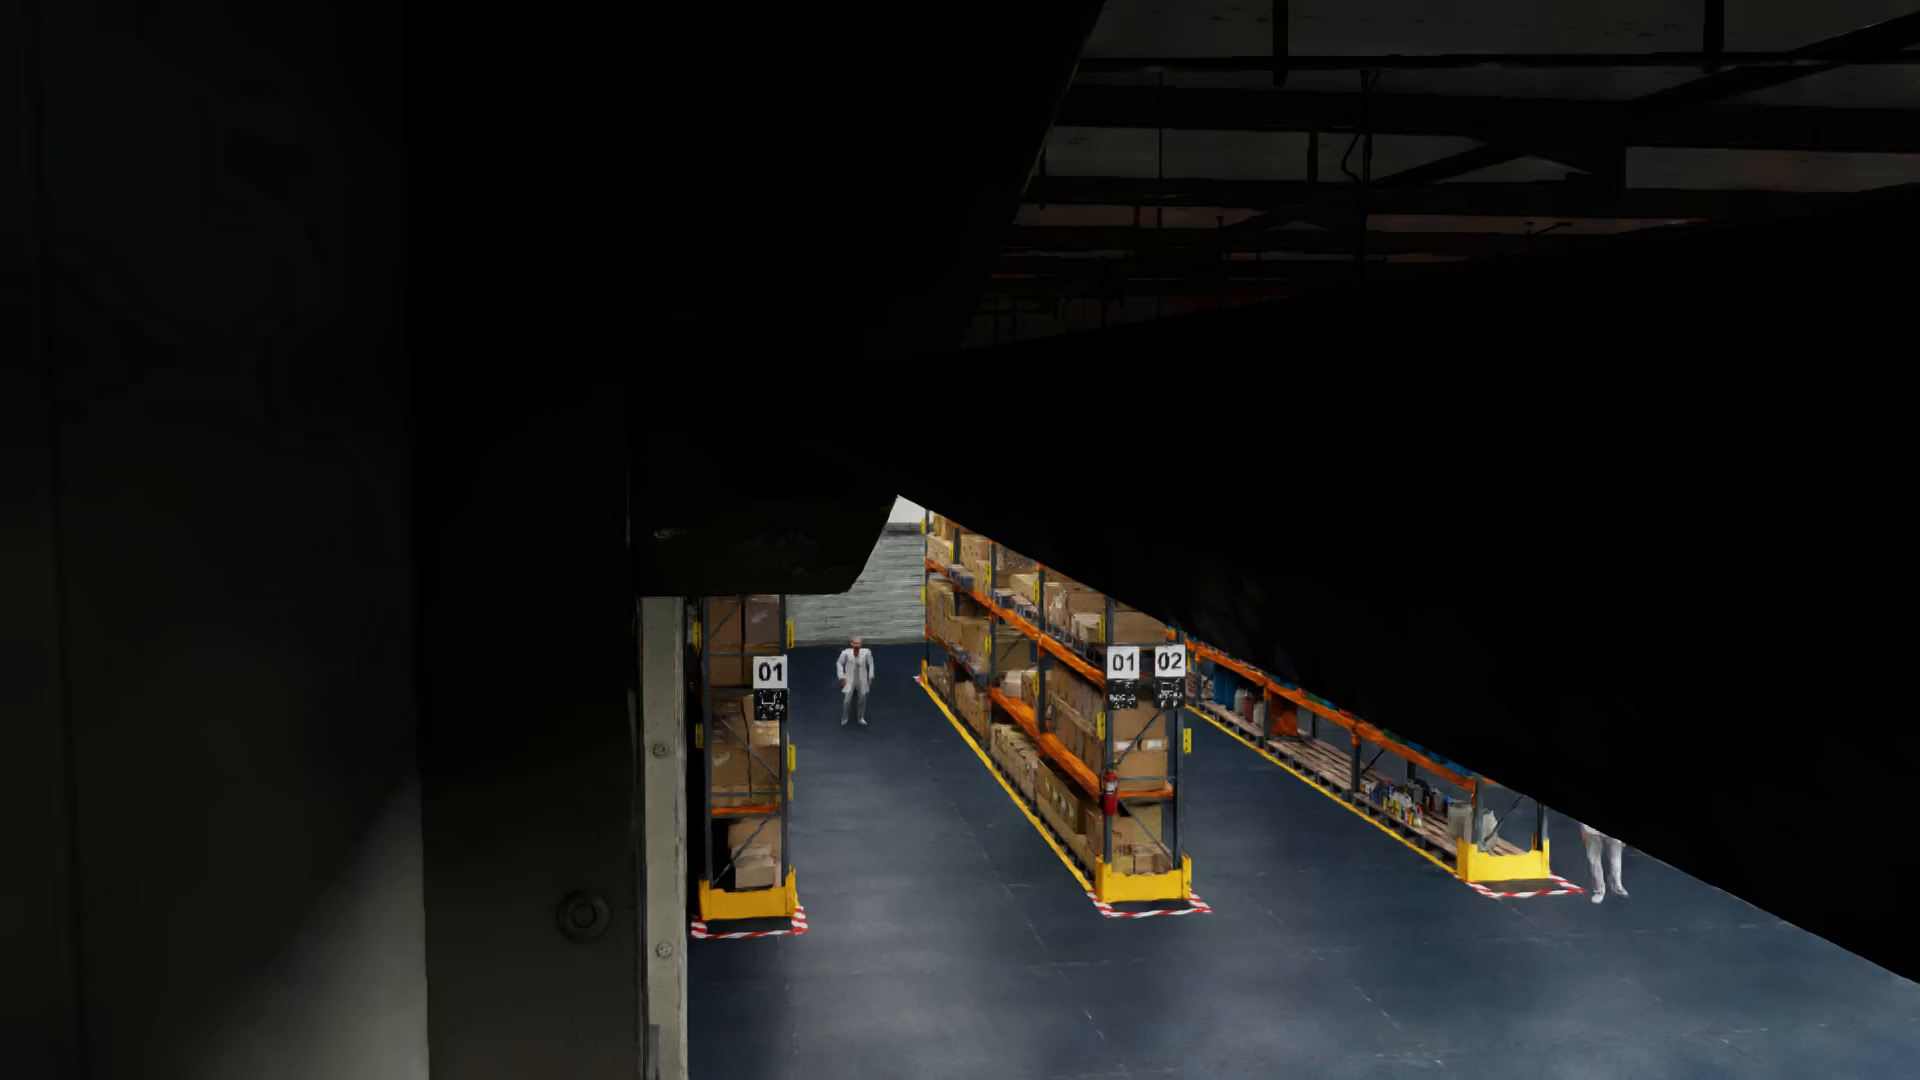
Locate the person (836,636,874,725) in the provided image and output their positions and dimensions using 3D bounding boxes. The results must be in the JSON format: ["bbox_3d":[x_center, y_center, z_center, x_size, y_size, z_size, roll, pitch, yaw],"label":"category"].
[{"bbox_3d":[-2.000,2.678,31.761,0.729,1.733,0.546,-1,5,-10],"label":"person"}]

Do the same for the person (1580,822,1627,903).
[{"bbox_3d":[8.044,3.628,20.771,0.583,1.765,0.571,3,6,30],"label":"person"}]
